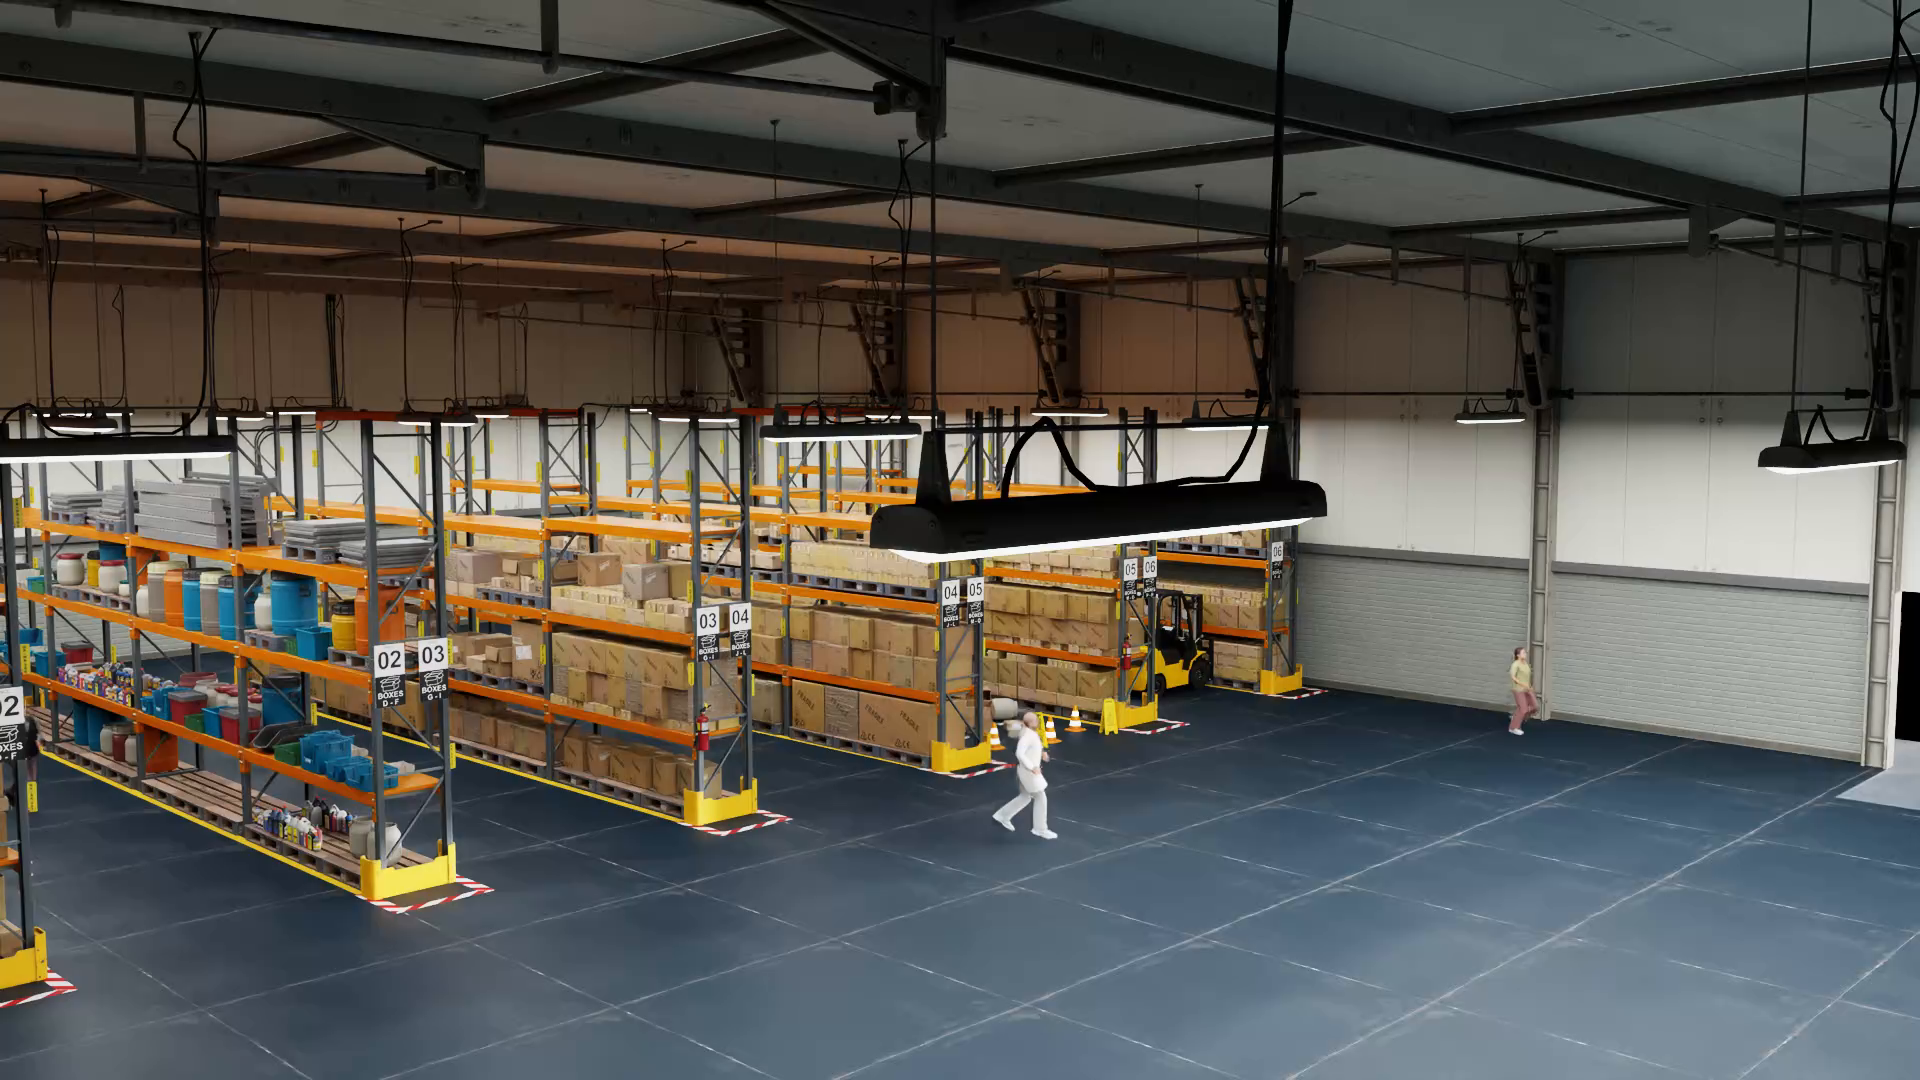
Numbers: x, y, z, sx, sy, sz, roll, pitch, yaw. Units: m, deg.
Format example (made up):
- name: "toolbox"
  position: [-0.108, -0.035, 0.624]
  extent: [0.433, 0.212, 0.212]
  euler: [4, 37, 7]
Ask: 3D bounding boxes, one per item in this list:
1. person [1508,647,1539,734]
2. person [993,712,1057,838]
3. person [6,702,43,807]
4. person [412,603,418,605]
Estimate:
- name: "person"
  position: [10.436, 2.792, 30.819]
  extent: [0.590, 1.629, 0.520]
  euler: [-5, 7, -45]
- name: "person"
  position: [0.923, 3.438, 23.672]
  extent: [0.920, 1.610, 0.698]
  euler: [0, 5, -5]
- name: "person"
  position: [-14.105, 3.272, 25.076]
  extent: [0.564, 1.682, 0.649]
  euler: [3, 6, 30]
- name: "person"
  position: [-11.740, 2.242, 35.790]
  extent: [0.825, 1.797, 0.713]
  euler: [3, 6, 34]
